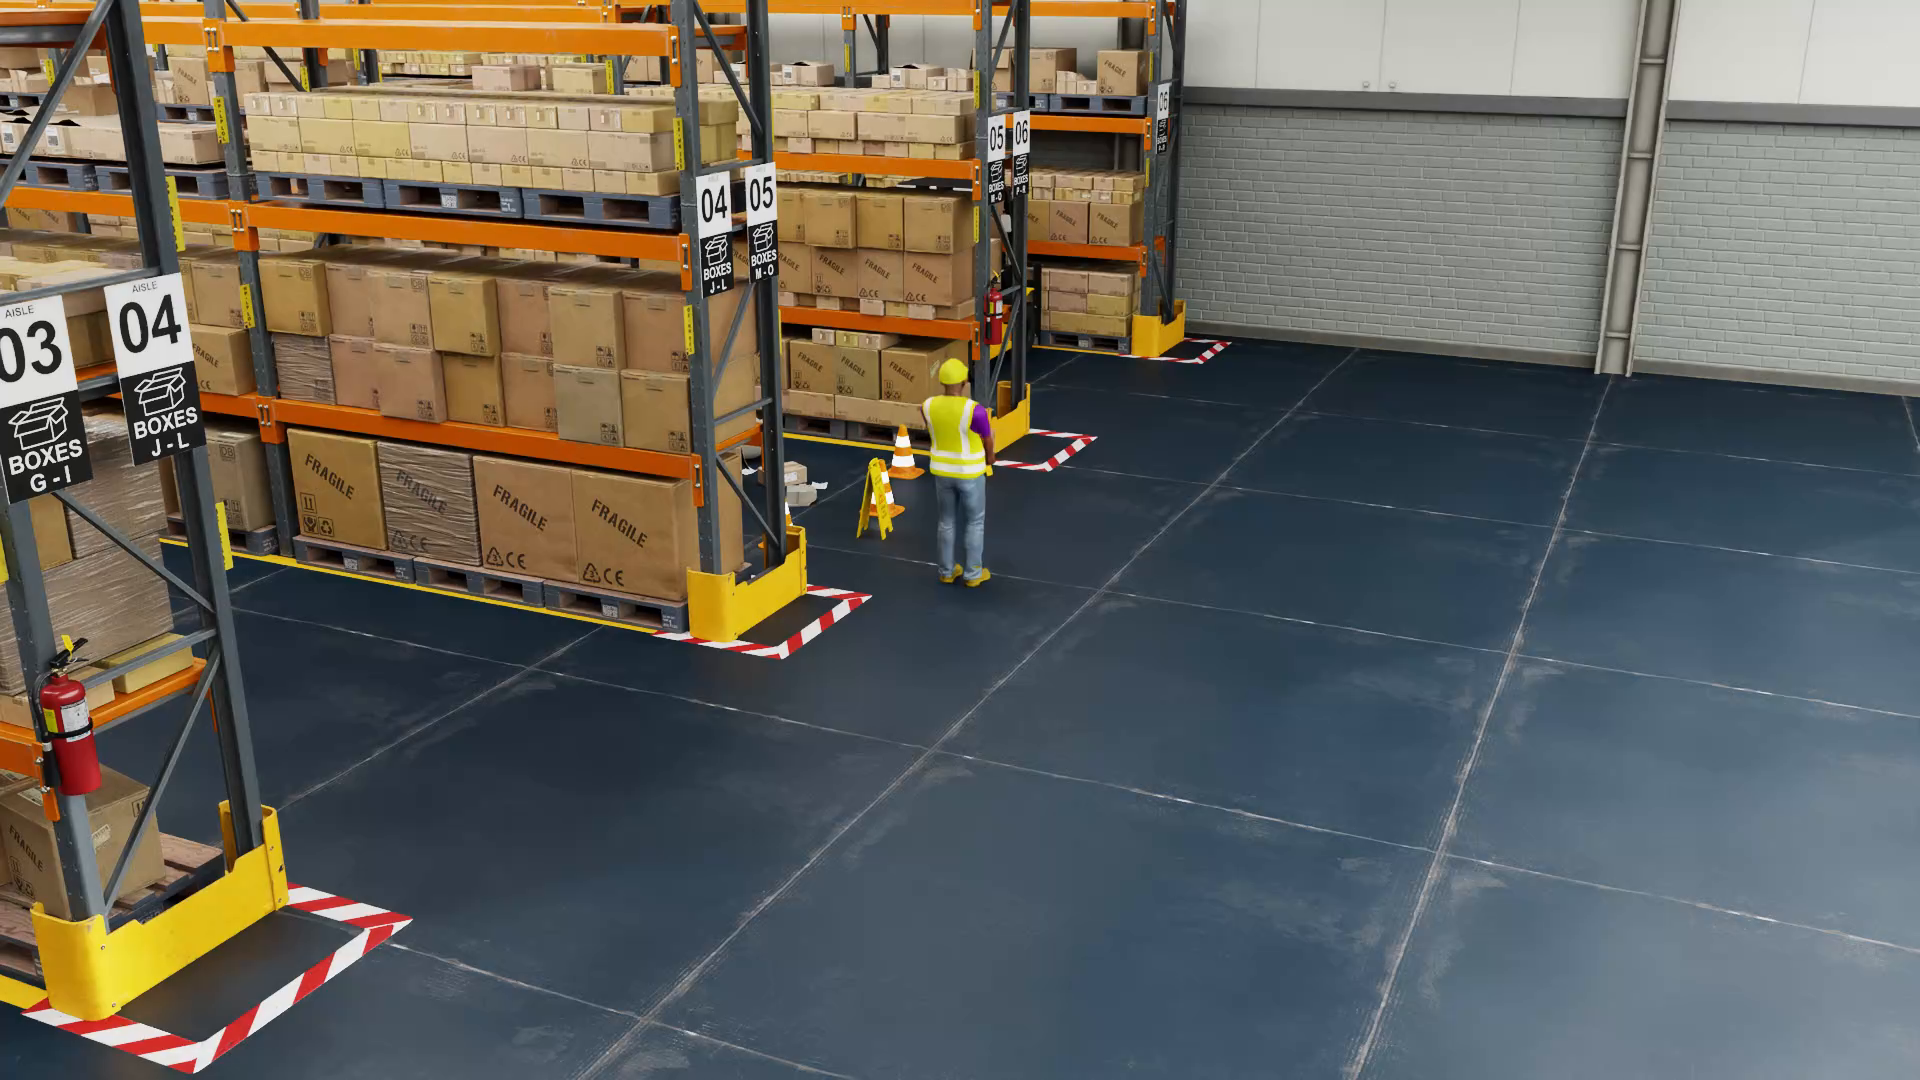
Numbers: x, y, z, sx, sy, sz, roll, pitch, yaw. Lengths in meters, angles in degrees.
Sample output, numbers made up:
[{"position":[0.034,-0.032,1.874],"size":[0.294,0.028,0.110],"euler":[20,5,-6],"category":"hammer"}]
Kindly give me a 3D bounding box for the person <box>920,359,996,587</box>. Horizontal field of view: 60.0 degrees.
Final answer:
[{"position":[0.018,-0.532,12.588],"size":[0.514,1.763,0.578],"euler":[8,21,23],"category":"person"}]
